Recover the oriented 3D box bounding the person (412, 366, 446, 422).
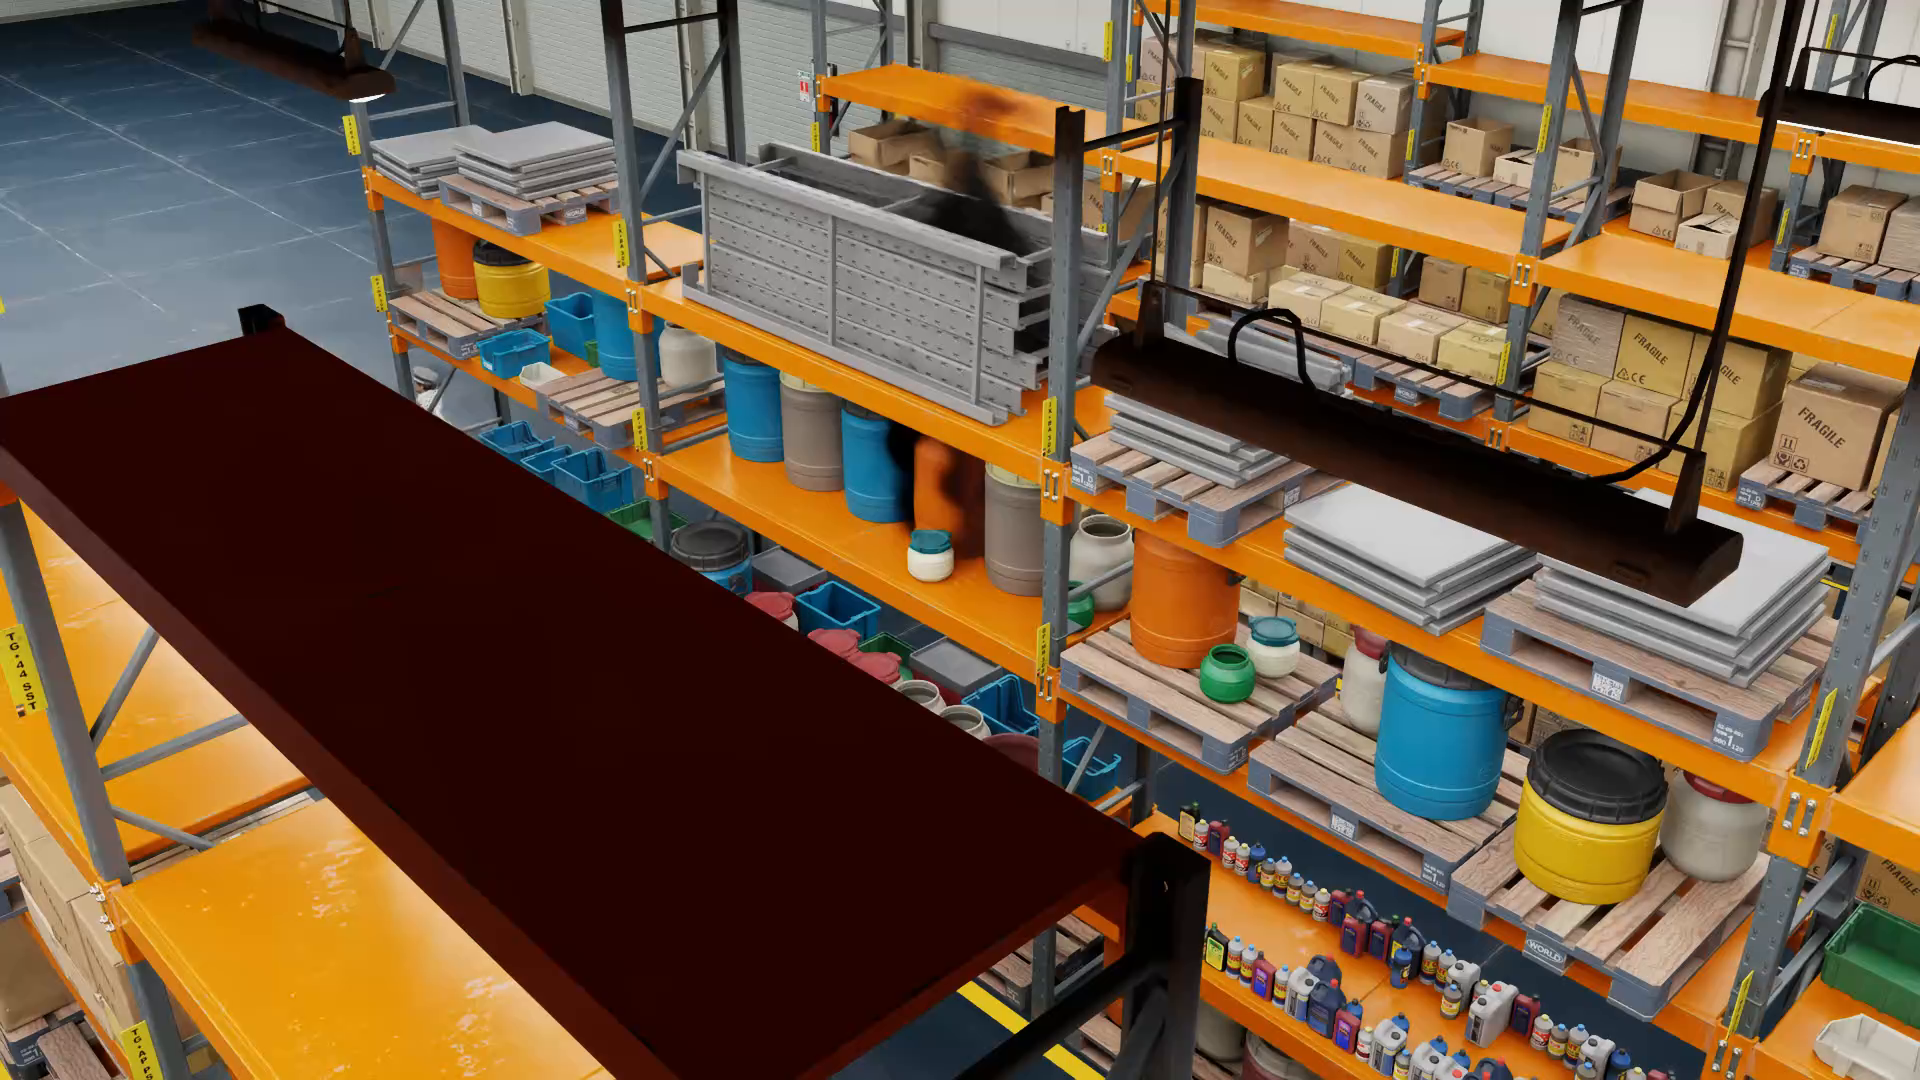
[{"bbox_3d":[-5.293,-0.997,16.990,0.697,1.670,0.660,-3,28,-6],"label":"person"}]
